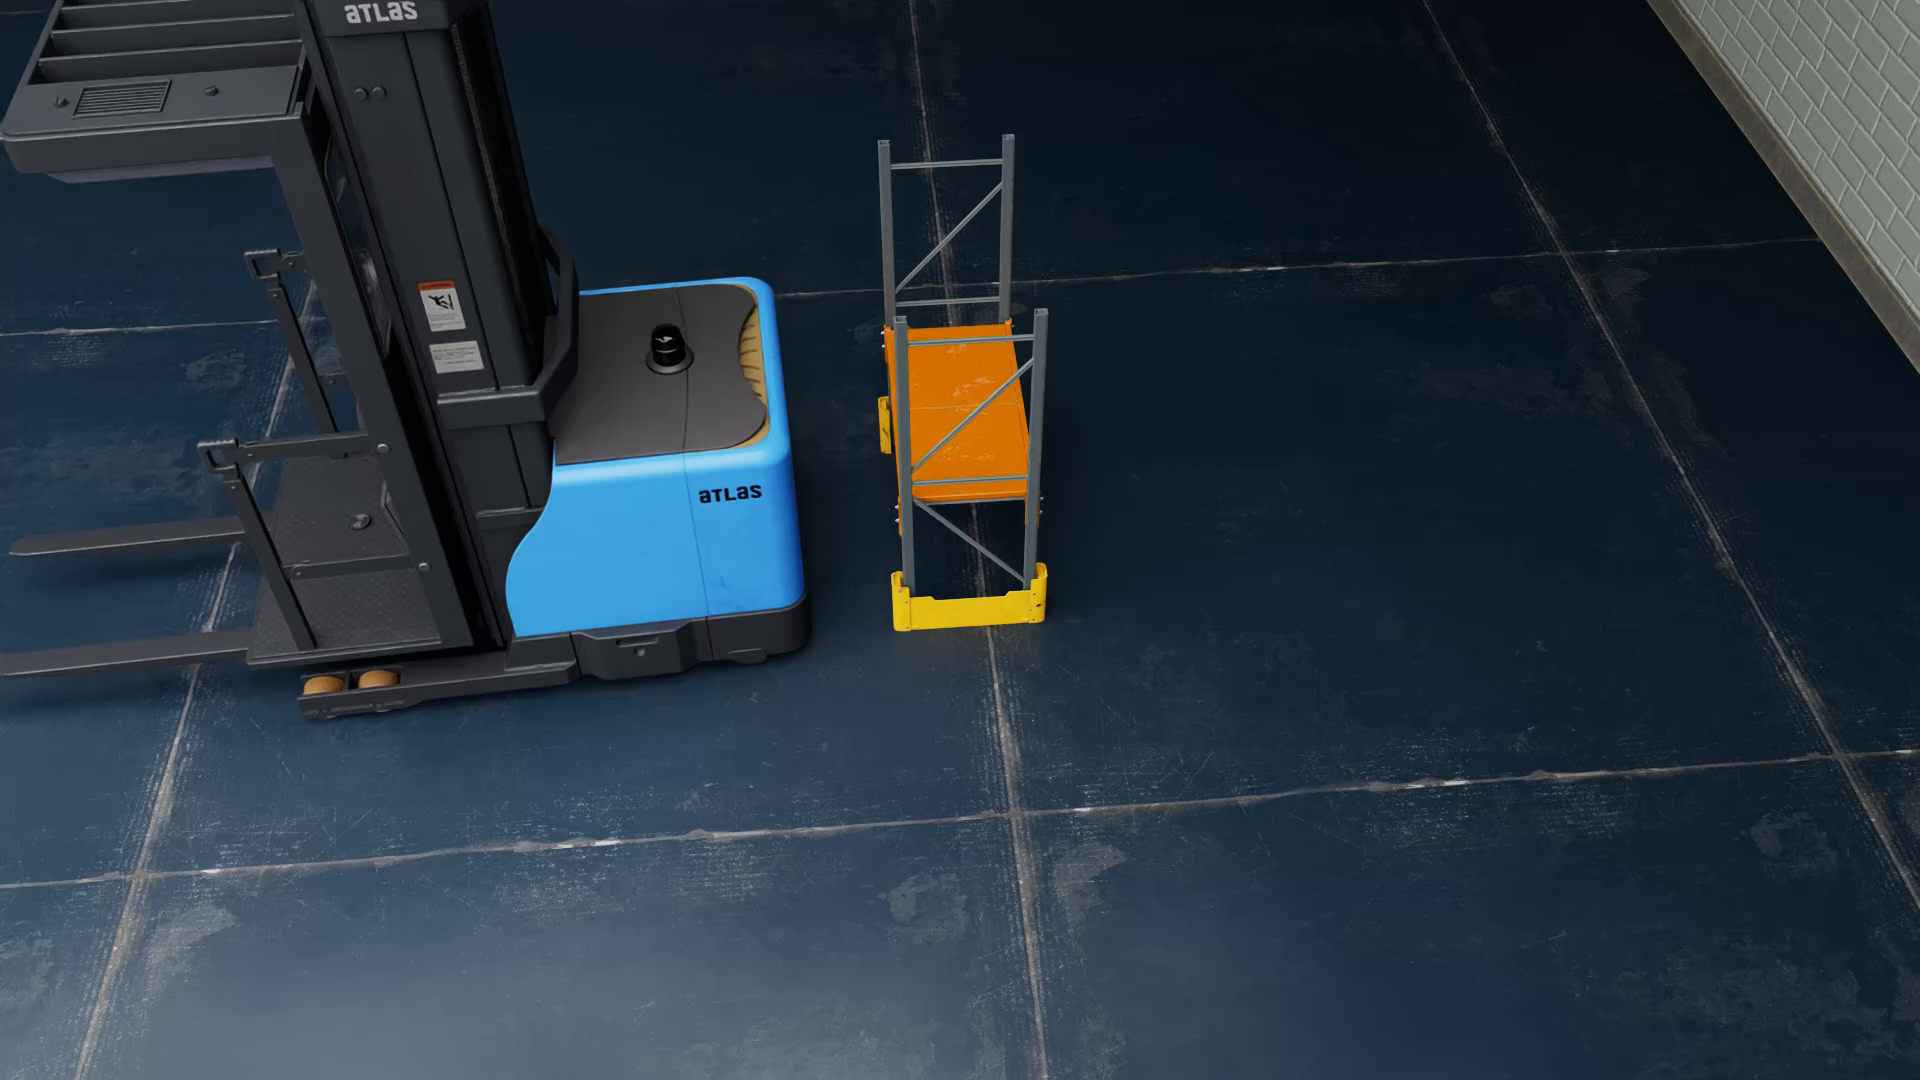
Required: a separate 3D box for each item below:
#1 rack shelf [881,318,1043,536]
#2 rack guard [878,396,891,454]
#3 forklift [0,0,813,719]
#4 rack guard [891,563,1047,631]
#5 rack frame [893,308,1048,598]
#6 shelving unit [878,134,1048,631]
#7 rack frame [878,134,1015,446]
[{"bbox_3d":[-0.007,-0.454,6.395,0.538,0.185,1.000,-3,47,-3],"label":"rack shelf"},{"bbox_3d":[-0.048,-0.501,7.053,0.587,0.250,0.087,-3,47,-3],"label":"rack guard"},{"bbox_3d":[-2.121,-0.764,5.455,3.031,2.935,1.130,-6,47,-6],"label":"forklift"},{"bbox_3d":[0.035,0.219,6.370,0.587,0.250,0.087,-3,47,-3],"label":"rack guard"},{"bbox_3d":[0.035,-0.210,5.916,0.500,1.500,0.032,-3,47,-3],"label":"rack frame"},{"bbox_3d":[-0.006,-0.571,6.258,0.587,1.500,1.083,-3,47,-3],"label":"shelving unit"},{"bbox_3d":[-0.050,-0.945,6.612,0.500,1.500,0.032,-3,47,-3],"label":"rack frame"}]
